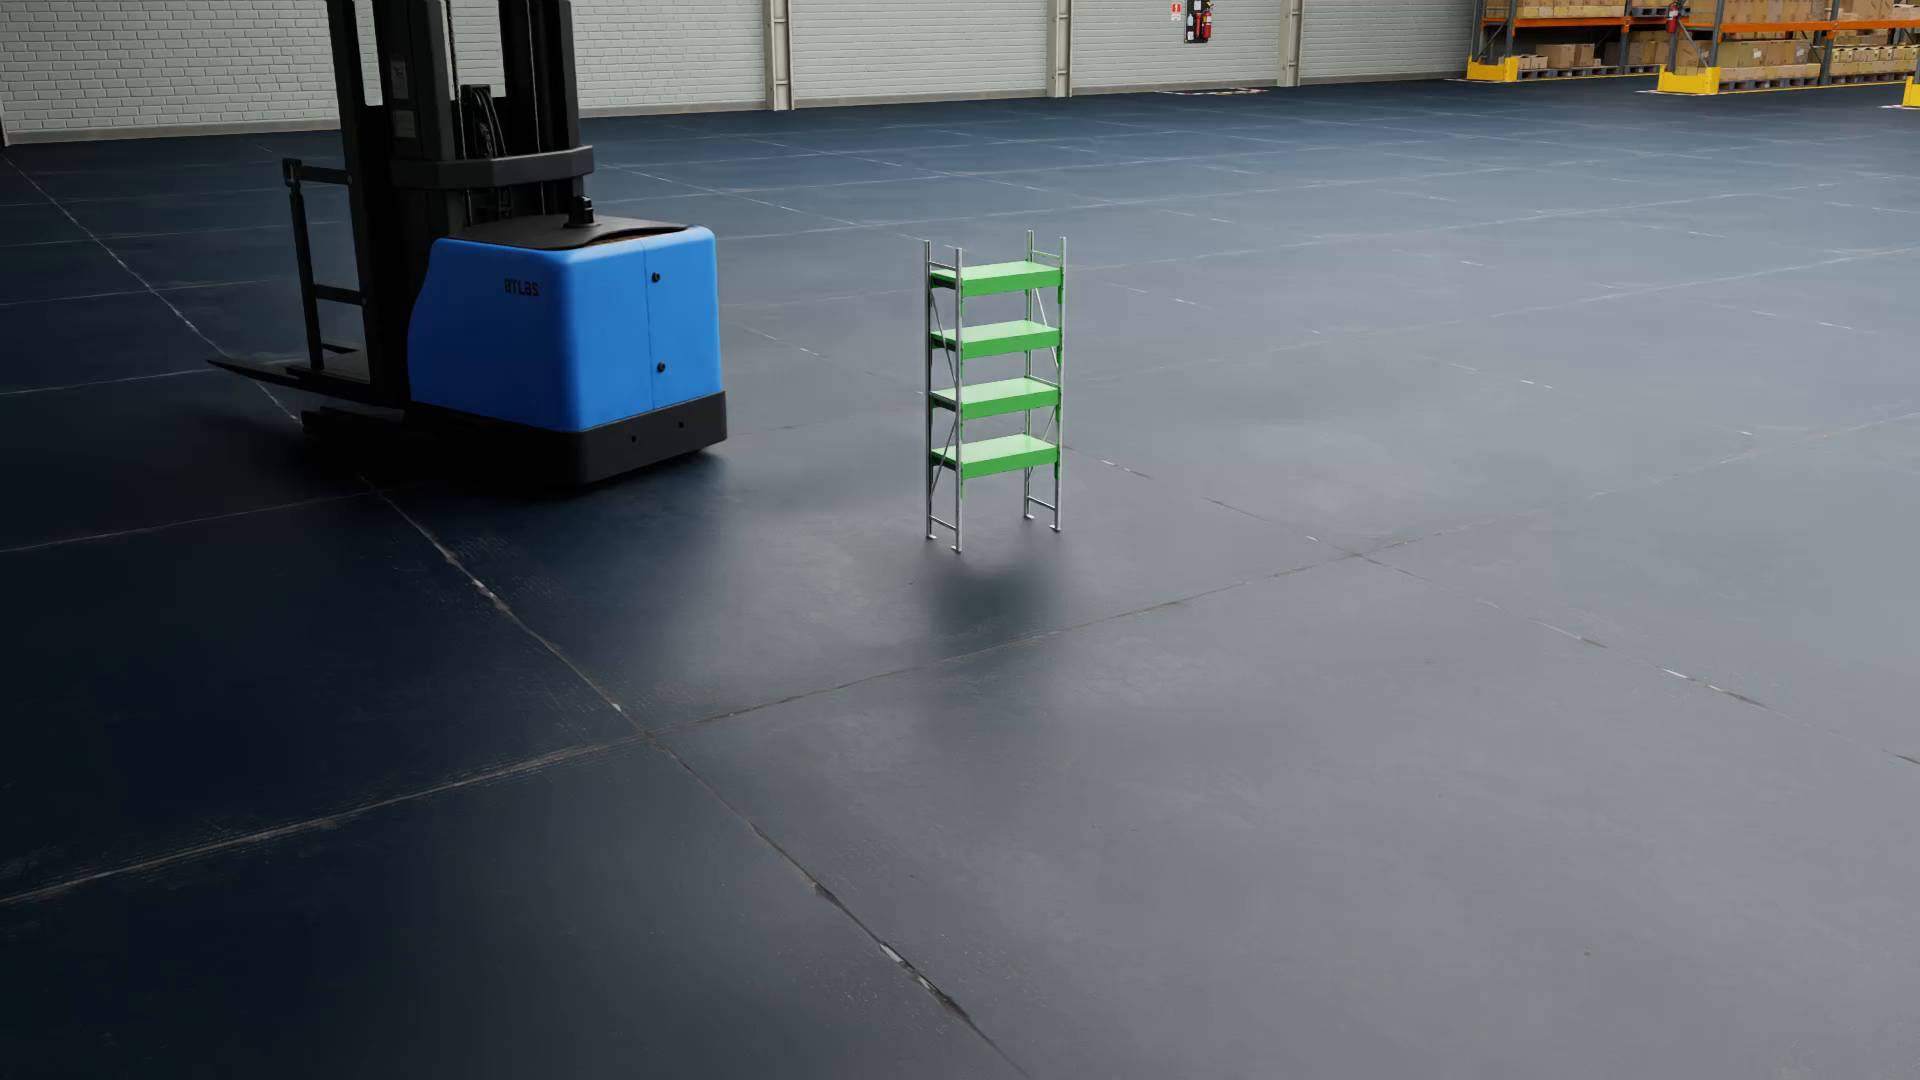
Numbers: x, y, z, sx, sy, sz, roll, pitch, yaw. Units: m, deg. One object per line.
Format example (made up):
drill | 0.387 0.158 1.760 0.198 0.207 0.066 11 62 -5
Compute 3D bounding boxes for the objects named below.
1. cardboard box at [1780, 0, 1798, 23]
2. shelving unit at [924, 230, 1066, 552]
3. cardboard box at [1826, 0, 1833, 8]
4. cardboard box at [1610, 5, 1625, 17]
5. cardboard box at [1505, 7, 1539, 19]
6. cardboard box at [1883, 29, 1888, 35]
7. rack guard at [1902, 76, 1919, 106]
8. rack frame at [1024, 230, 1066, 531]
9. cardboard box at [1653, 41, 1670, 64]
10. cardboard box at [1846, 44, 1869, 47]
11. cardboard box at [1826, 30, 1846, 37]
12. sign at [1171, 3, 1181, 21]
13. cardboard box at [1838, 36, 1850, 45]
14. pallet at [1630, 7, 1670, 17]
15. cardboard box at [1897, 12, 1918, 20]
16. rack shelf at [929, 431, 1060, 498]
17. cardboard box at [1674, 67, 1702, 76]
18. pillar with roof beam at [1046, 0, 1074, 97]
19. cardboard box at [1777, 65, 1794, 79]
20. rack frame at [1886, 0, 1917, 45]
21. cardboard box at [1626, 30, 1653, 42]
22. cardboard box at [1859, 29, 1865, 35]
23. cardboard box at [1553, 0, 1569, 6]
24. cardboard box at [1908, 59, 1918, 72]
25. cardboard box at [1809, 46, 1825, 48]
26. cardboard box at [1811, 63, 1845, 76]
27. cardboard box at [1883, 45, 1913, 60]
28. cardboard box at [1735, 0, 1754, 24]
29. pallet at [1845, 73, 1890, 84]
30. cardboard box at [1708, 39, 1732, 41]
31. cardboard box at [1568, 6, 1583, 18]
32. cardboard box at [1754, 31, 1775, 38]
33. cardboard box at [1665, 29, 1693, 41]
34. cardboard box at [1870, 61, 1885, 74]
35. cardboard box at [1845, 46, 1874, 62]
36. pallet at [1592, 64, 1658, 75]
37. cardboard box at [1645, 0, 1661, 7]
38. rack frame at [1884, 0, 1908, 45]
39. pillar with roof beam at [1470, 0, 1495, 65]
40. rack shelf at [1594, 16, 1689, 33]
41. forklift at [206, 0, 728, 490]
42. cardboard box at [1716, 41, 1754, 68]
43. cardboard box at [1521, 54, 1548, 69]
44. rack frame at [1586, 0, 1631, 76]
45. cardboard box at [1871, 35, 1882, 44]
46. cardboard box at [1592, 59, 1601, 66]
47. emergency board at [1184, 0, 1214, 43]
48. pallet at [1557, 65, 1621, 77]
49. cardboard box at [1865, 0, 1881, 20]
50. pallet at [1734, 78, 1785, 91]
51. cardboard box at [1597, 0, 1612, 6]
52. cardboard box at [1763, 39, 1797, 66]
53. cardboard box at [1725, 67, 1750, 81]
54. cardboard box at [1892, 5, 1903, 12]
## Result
cardboard box | 16.654 -10.862 34.033 0.500 0.500 0.700 -12 22 -31
shelving unit | 0.138 -0.598 6.639 0.503 1.200 0.258 -12 22 -31
cardboard box | 22.295 -14.043 43.131 0.700 0.700 0.980 -12 22 -31
cardboard box | 14.923 -12.174 38.275 0.500 0.250 0.500 -12 22 -31
cardboard box | 12.393 -11.635 36.681 0.500 0.250 0.500 -13 22 -33
cardboard box | 24.637 -13.615 44.568 0.250 0.149 0.380 -12 22 -32
rack guard | 17.297 -7.888 29.296 0.348 0.500 1.175 -12 22 -31
rack frame | 0.342 -0.641 6.766 0.015 1.200 0.240 -12 22 -31
cardboard box | 16.610 -11.742 40.010 0.500 0.500 0.700 -12 22 -31
cardboard box | 19.760 -10.745 36.606 0.500 0.311 0.500 -13 22 -33
cardboard box | 22.900 -13.248 43.481 0.250 0.149 0.380 -11 22 -30
sign | 4.305 -10.516 33.111 0.234 0.329 0.001 -12 22 -31
cardboard box | 22.935 -13.016 43.810 0.500 0.500 0.700 -12 22 -32
pallet | 15.870 -12.405 39.055 1.213 0.211 1.003 -12 22 -31
cardboard box | 20.621 -11.429 36.261 0.250 0.149 0.380 -12 22 -31
rack shelf | 0.138 -0.310 6.736 0.480 0.148 0.258 -12 22 -31
cardboard box | 14.824 -9.441 33.626 0.500 0.250 0.500 -12 22 -31
pillar with roof beam | 4.265 -11.627 27.087 0.400 9.000 9.100 -12 22 -31
cardboard box | 16.780 -9.655 34.258 0.500 0.250 0.500 -12 22 -31
rack frame | 21.220 -11.781 36.908 0.127 3.000 1.000 -12 22 -31
cardboard box | 16.123 -11.993 39.580 0.500 0.250 0.500 -12 22 -33
cardboard box | 24.007 -13.628 44.607 0.250 0.149 0.380 -12 22 -31
cardboard box | 13.228 -12.167 37.083 0.500 0.500 0.500 -13 22 -33
cardboard box | 20.915 -10.519 36.814 0.500 0.250 0.500 -11 22 -30
cardboard box | 18.491 -10.480 35.821 0.500 0.311 0.500 -11 22 -30
cardboard box | 18.352 -9.977 35.211 0.500 0.250 0.500 -13 22 -33
cardboard box | 20.487 -10.691 36.447 0.500 0.311 0.500 -12 22 -32
cardboard box | 15.371 -10.592 33.234 0.500 0.500 0.700 -11 22 -30
pallet | 19.493 -10.112 36.325 1.213 0.211 1.003 -12 22 -31
cardboard box | 15.650 -9.977 34.040 0.500 0.500 0.500 -12 22 -31
cardboard box | 13.671 -11.907 37.485 0.500 0.250 0.500 -12 22 -31
cardboard box | 19.914 -12.533 41.833 0.750 0.750 0.750 -12 22 -32
cardboard box | 17.409 -12.260 40.371 0.500 0.250 0.500 -11 22 -30
cardboard box | 19.636 -10.248 36.013 0.500 0.250 0.500 -11 22 -30
cardboard box | 19.214 -10.423 35.653 0.500 0.311 0.500 -13 22 -33
pallet | 15.801 -11.217 39.595 1.213 0.211 1.003 -12 22 -31
cardboard box | 16.066 -12.833 39.178 0.500 0.500 0.700 -9 21 -26
rack frame | 25.174 -14.514 44.993 0.127 3.000 1.000 -12 22 -31
pillar with roof beam | 14.287 -13.741 33.339 0.400 9.000 9.100 -12 22 -31
rack shelf | 16.822 -12.412 39.898 4.000 0.370 1.077 -12 22 -31
forklift | -2.613 -1.955 7.952 3.031 2.935 1.130 13 22 33
cardboard box | 15.525 -9.747 33.358 0.500 0.500 0.500 -12 22 -31
cardboard box | 12.914 -10.829 37.604 0.500 0.311 0.500 -10 21 -27
rack frame | 15.152 -12.401 38.741 0.127 3.000 1.000 -12 22 -31
cardboard box | 24.226 -13.291 44.622 0.500 0.500 0.700 -12 22 -32
cardboard box | 14.721 -11.164 38.822 0.250 0.166 0.380 -16 24 -38
emergency board | 4.824 -10.569 33.323 0.643 1.169 0.194 -12 22 -31
pallet | 14.610 -10.952 38.810 1.213 0.211 1.003 -12 22 -31
cardboard box | 19.388 -11.435 35.730 0.500 0.500 0.500 -12 22 -31
pallet | 16.172 -9.410 34.250 1.213 0.211 1.003 -12 22 -31
cardboard box | 14.513 -12.439 37.886 0.500 0.500 0.500 -12 22 -32
cardboard box | 16.773 -10.014 34.147 0.500 0.500 0.500 -12 22 -31
cardboard box | 15.524 -9.392 33.480 0.500 0.250 0.500 -12 22 -31
cardboard box | 20.366 -11.633 36.609 0.500 0.311 0.500 -12 22 -32
